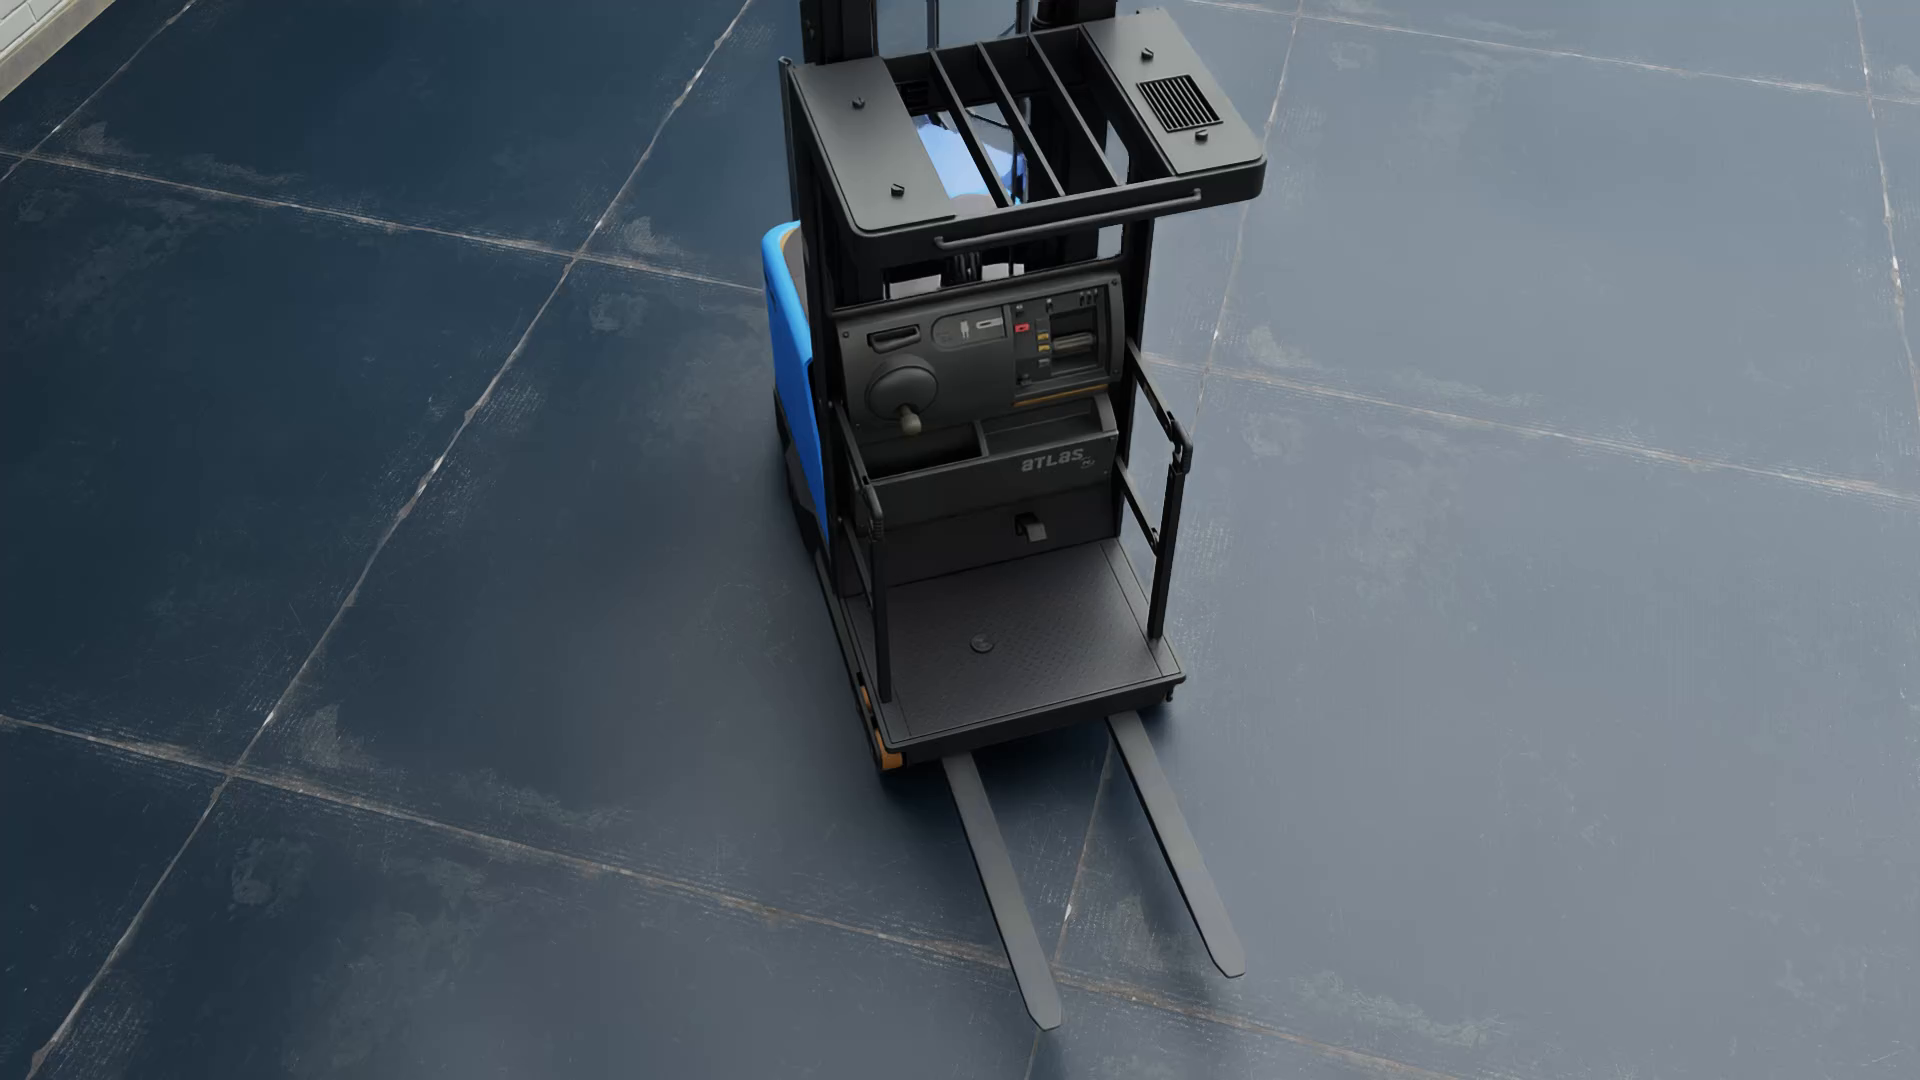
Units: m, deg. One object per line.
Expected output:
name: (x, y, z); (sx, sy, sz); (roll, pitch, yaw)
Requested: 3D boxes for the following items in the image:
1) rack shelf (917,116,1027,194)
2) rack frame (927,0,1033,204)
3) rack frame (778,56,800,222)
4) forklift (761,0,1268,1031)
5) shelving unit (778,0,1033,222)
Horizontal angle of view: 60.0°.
rack shelf: (-0.194, -1.423, 7.165); (0.538, 0.185, 1.000); (26, 53, 21)
rack frame: (0.079, -1.864, 7.313); (0.500, 1.500, 0.032); (26, 53, 21)
rack frame: (-0.468, -1.221, 6.746); (0.500, 1.500, 0.032); (26, 53, 21)
forklift: (0.140, -0.489, 5.145); (1.130, 2.935, 3.031); (-13, 50, -11)
shelving unit: (-0.194, -1.542, 7.030); (0.538, 1.500, 1.048); (26, 53, 21)
